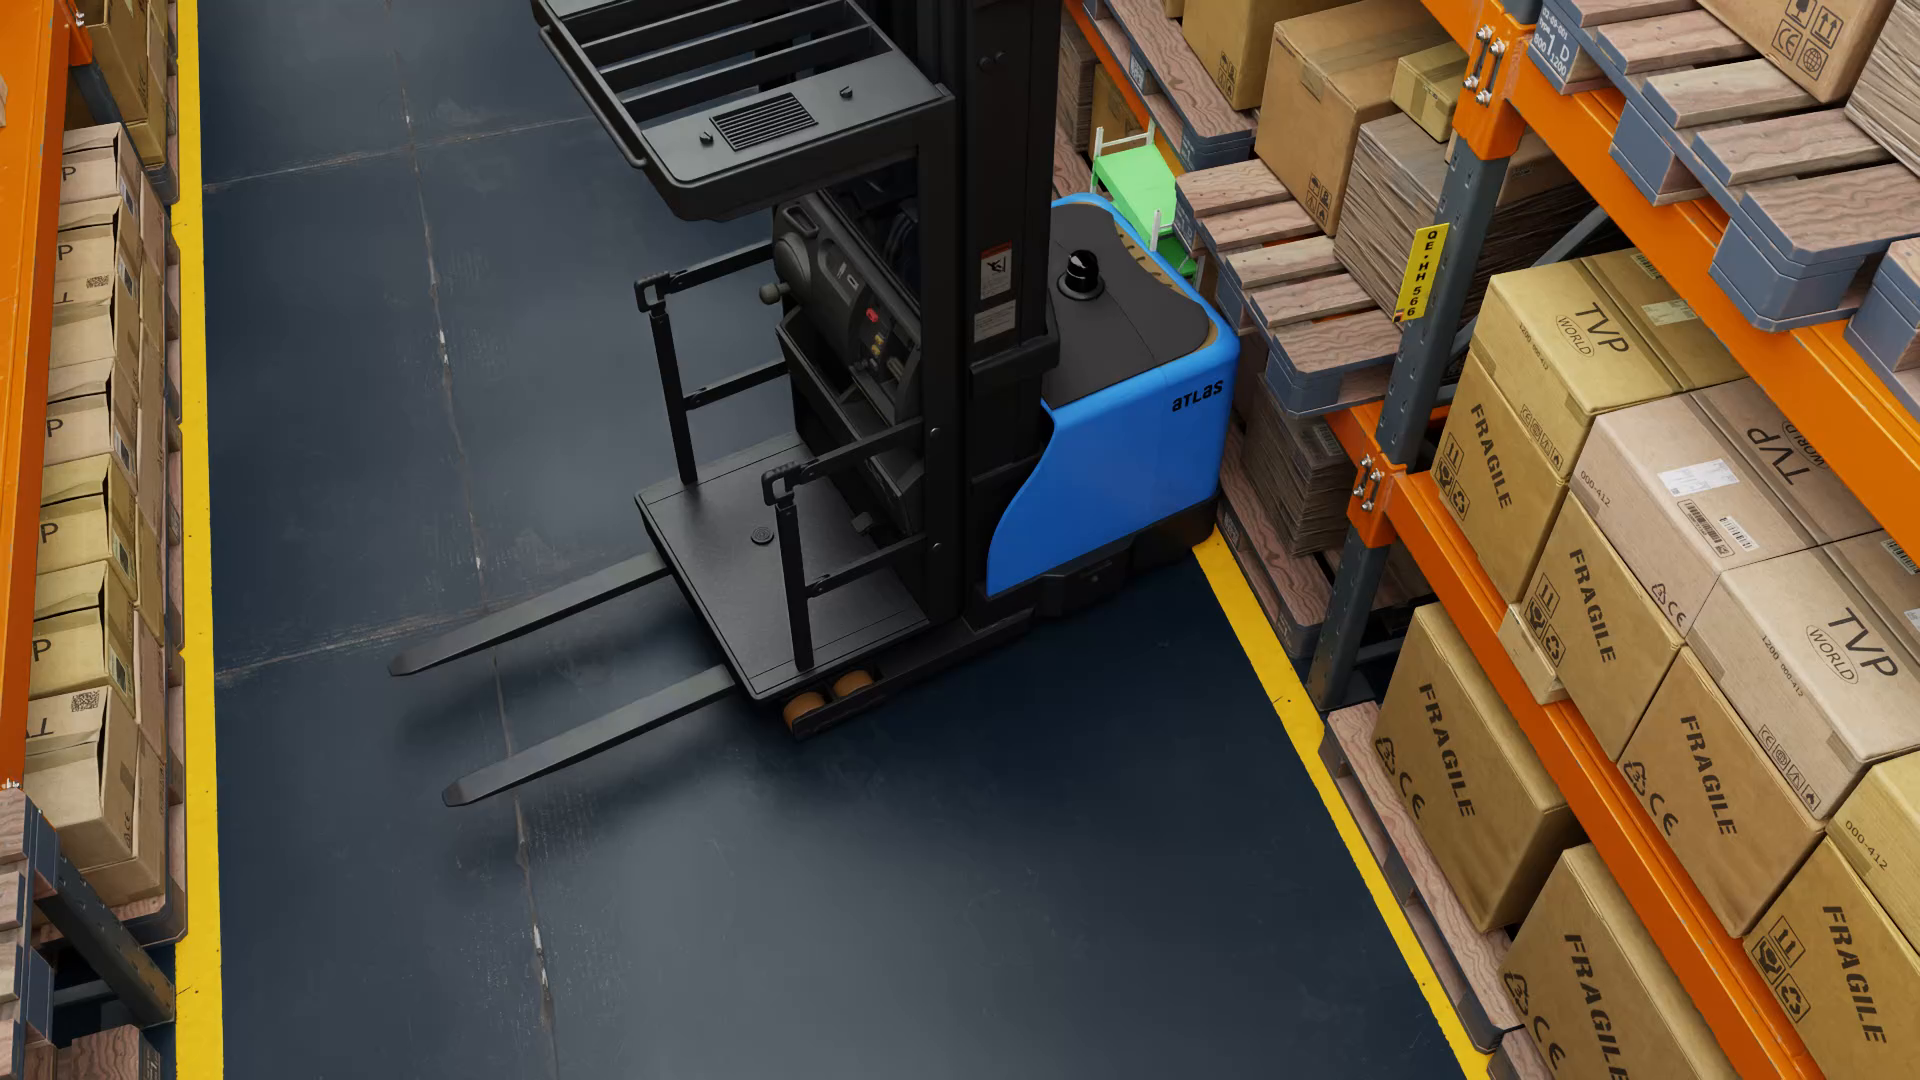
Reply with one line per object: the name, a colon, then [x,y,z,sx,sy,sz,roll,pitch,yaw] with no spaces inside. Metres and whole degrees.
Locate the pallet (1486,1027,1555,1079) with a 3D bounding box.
pallet: [2.275,1.883,4.814,1.003,0.211,1.213,-13,51,-11]

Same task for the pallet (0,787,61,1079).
pallet: [-2.706,1.166,3.720,1.213,0.211,1.003,-13,51,-11]

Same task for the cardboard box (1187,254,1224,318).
cardboard box: [1.279,-1.107,6.858,0.700,0.500,0.500,-14,51,-11]

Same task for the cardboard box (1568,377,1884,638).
cardboard box: [1.805,-0.092,3.891,0.500,0.250,0.500,-14,51,-11]

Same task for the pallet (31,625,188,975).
pallet: [-3.180,0.914,5.631,1.003,0.211,1.213,-13,51,-11]

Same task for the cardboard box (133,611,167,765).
cardboard box: [-2.998,0.560,5.629,0.500,0.250,0.500,-15,51,-12]

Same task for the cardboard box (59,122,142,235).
cardboard box: [-3.763,-1.495,6.995,0.500,0.311,0.500,-13,51,-11]

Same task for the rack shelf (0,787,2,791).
rack shelf: [-2.382,2.318,3.094,1.077,0.370,4.000,-13,51,-11]

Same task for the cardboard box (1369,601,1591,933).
cardboard box: [1.849,0.627,5.181,0.750,0.750,0.750,-14,51,-11]

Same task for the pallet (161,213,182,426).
pallet: [-3.902,-0.868,7.134,1.003,0.211,1.213,-13,51,-11]

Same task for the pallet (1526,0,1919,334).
pallet: [1.998,-0.945,3.536,1.213,0.211,1.003,-11,51,-9]

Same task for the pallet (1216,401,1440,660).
pallet: [1.527,-0.170,6.545,1.003,0.211,1.213,-13,51,-11]

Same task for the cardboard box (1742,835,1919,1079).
cardboard box: [2.109,0.906,3.541,0.500,0.500,0.500,-12,51,-10]

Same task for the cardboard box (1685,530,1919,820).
cardboard box: [1.956,0.273,3.584,0.500,0.250,0.500,-13,51,-11]

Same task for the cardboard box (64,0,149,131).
cardboard box: [-3.995,-2.197,7.463,0.500,0.500,0.500,-13,51,-11]

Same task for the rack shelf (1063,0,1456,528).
rack shelf: [1.166,-1.726,6.504,1.077,0.370,4.000,-13,51,-11]

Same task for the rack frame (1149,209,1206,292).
rack frame: [0.787,-0.824,6.378,0.240,1.200,0.015,-17,54,-15]

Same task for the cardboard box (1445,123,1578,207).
cardboard box: [1.626,-1.126,4.750,0.380,0.149,0.250,-19,53,-16]

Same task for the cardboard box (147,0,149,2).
cardboard box: [-4.291,-2.927,8.079,0.500,0.500,0.500,-13,51,-11]

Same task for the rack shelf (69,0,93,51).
rack shelf: [-4.748,-3.525,8.020,1.077,0.370,4.000,-13,51,-11]

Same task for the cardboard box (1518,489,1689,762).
cardboard box: [1.802,0.165,4.166,0.500,0.500,0.500,-12,51,-10]

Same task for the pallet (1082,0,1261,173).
pallet: [1.133,-1.872,6.282,1.003,0.211,1.213,-13,51,-11]

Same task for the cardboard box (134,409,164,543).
cardboard box: [-3.308,-0.193,6.264,0.500,0.250,0.500,-12,51,-10]

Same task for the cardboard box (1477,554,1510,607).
cardboard box: [1.699,0.056,4.682,0.380,0.149,0.250,-13,51,-10]

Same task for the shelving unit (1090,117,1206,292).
shelving unit: [0.696,-1.004,6.516,0.258,1.200,0.503,-17,54,-15]

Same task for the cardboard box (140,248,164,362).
cardboard box: [-3.609,-0.938,6.892,0.500,0.250,0.500,-14,51,-12]

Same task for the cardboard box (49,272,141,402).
cardboard box: [-3.458,-0.752,6.368,0.500,0.311,0.500,-13,51,-11]

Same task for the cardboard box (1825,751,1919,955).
cardboard box: [2.113,0.644,3.271,0.500,0.250,0.500,-14,51,-12]

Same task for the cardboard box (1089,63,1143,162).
cardboard box: [1.009,-1.855,7.489,0.700,0.500,0.500,-14,51,-12]

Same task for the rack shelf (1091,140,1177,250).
rack shelf: [0.707,-1.260,6.188,0.258,0.148,0.480,-17,54,-15]

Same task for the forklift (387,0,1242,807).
forklift: [-0.545,-0.709,5.220,3.031,2.935,1.130,-23,54,-19]

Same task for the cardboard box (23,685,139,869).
cardboard box: [-2.848,0.746,5.106,0.500,0.311,0.500,-12,51,-10]

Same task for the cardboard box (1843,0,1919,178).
cardboard box: [2.162,-0.922,3.040,0.700,0.500,0.500,-16,52,-13]

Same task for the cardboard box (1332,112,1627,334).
cardboard box: [1.609,-1.013,5.078,0.700,0.500,0.500,-19,52,-15]

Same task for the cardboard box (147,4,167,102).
cardboard box: [-4.147,-2.319,8.057,0.500,0.250,0.500,-13,51,-11]

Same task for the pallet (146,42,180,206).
pallet: [-4.352,-1.988,8.077,1.003,0.211,1.213,-13,51,-11]

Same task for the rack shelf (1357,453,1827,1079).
rack shelf: [2.349,1.195,4.041,1.077,0.370,4.000,-13,51,-11]

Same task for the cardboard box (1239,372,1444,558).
cardboard box: [1.494,-0.348,6.218,0.700,0.500,0.500,-13,51,-10]

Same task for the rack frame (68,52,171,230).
rack frame: [-4.157,-2.296,6.514,1.000,3.000,0.127,-13,51,-11]

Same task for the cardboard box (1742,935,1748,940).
cardboard box: [2.040,0.803,4.052,0.380,0.149,0.250,-13,51,-10]

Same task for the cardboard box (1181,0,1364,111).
cardboard box: [1.219,-1.918,5.841,0.700,0.500,0.500,-13,51,-11]

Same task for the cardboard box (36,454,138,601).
cardboard box: [-3.160,-0.008,5.742,0.500,0.311,0.500,-15,51,-12]
